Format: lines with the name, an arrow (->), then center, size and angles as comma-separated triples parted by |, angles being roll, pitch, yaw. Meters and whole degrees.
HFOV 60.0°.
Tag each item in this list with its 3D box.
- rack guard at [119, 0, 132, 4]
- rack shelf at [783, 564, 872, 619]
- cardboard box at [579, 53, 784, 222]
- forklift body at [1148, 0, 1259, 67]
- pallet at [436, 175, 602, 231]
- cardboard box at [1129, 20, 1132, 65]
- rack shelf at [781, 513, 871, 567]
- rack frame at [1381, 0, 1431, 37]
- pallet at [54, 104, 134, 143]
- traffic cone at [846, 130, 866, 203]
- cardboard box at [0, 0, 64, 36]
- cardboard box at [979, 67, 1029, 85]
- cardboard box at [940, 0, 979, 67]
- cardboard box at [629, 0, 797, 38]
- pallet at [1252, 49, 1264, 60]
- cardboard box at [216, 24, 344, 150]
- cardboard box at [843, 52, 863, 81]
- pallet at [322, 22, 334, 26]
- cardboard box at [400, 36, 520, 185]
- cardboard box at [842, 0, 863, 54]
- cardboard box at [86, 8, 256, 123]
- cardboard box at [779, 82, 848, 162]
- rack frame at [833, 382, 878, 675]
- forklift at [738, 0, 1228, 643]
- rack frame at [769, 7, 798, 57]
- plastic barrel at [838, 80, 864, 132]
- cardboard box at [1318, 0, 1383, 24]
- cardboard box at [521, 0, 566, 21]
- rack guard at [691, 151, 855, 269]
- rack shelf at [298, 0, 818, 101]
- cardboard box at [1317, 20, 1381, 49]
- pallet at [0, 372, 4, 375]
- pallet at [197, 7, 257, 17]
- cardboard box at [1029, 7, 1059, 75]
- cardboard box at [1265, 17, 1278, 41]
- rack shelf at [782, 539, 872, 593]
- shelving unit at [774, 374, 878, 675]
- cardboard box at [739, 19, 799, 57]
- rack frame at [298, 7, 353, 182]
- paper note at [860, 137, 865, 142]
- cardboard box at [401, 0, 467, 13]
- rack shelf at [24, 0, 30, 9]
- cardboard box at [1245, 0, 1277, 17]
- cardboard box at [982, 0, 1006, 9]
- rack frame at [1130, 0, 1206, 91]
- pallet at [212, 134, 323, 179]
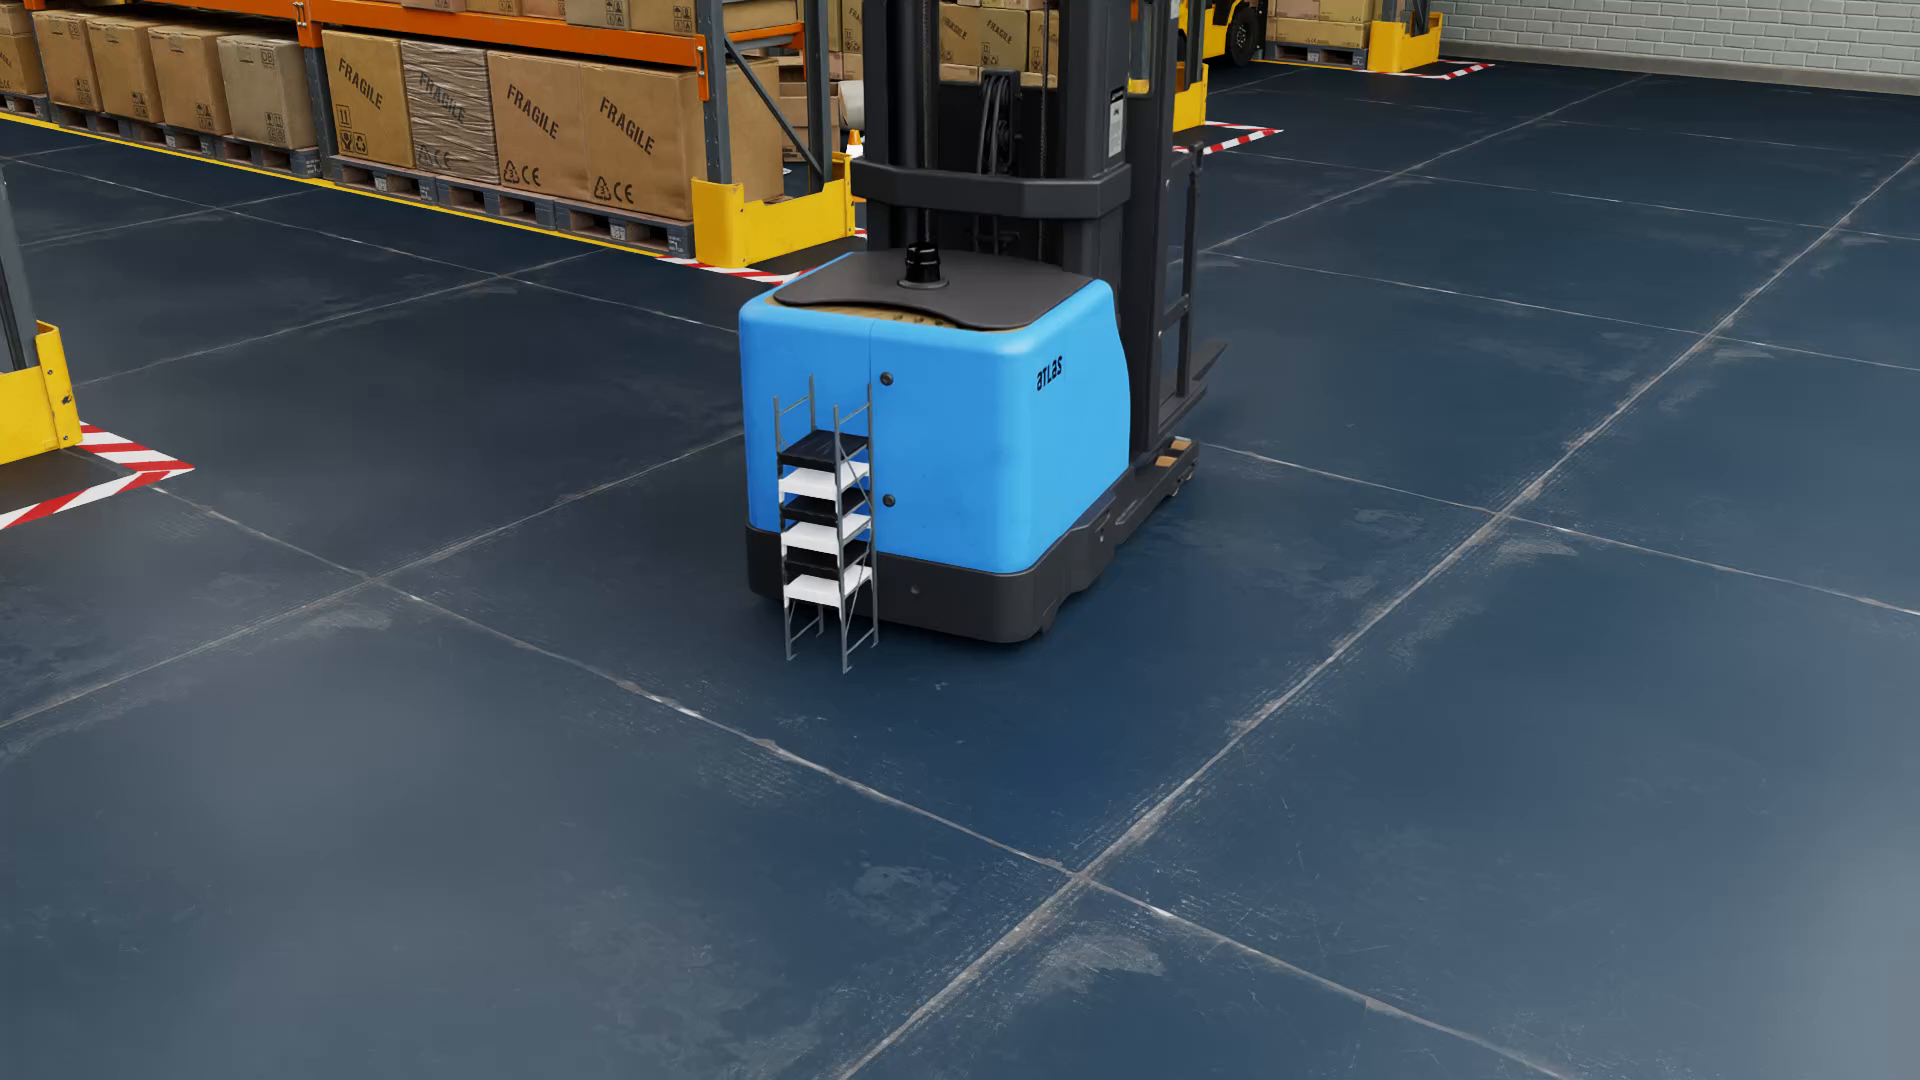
rack guard -> -11.092, -7.567, 22.805 | 0.348, 0.500, 1.175 | 17, 29, 33
rack shelf -> -0.415, 0.150, 5.322 | 0.200, 0.077, 0.258 | 10, 26, 22
cardboard box -> -1.740, -2.577, 10.493 | 0.875, 0.875, 0.875 | 17, 29, 34
forklift body -> 2.092, -5.920, 17.019 | 1.214, 2.155, 2.313 | 17, 29, 33
pallet -> -2.817, -2.402, 11.440 | 1.213, 0.211, 1.003 | 17, 29, 33
cardboard box -> 1.231, -4.403, 14.482 | 0.500, 0.500, 0.500 | 16, 28, 32
rack shelf -> -0.415, -0.015, 5.249 | 0.200, 0.077, 0.258 | 10, 26, 22
rack frame -> 4.704, -6.439, 17.143 | 0.127, 3.000, 1.000 | 17, 29, 33
pallet -> -6.974, -3.658, 14.291 | 1.213, 0.211, 1.003 | 17, 29, 33
traffic cone -> -0.731, -2.640, 11.669 | 0.334, 0.463, 0.336 | 17, 29, 33
cardboard box -> -8.264, -4.621, 14.668 | 0.500, 0.250, 0.500 | 16, 28, 32
cardboard box -> 0.512, -4.007, 14.513 | 0.500, 0.250, 0.500 | 17, 29, 33
cardboard box -> 0.113, -4.472, 14.639 | 0.500, 0.500, 0.500 | 16, 28, 32
cardboard box -> -1.482, -3.358, 9.966 | 0.550, 0.550, 0.875 | 17, 29, 33
pallet -> 3.095, -5.629, 18.764 | 1.213, 0.211, 1.003 | 17, 29, 33
cardboard box -> -4.909, -3.466, 12.665 | 0.750, 0.750, 1.050 | 17, 29, 33
cardboard box -> -0.727, -4.382, 15.365 | 0.500, 0.250, 0.500 | 19, 30, 36
pallet -> -7.210, -6.300, 20.286 | 1.213, 0.211, 1.003 | 17, 29, 33
cardboard box -> -3.174, -3.010, 11.477 | 0.875, 0.875, 0.875 | 17, 29, 34
cardboard box -> -0.725, -4.725, 15.213 | 0.500, 0.500, 0.500 | 18, 30, 35
cardboard box -> -6.424, -3.925, 13.708 | 0.750, 0.750, 1.050 | 17, 29, 34
cardboard box -> -1.194, -3.302, 13.120 | 0.637, 0.503, 0.797 | -1, 24, -3
rack frame -> -0.322, -0.028, 5.197 | 0.006, 0.900, 0.240 | 10, 26, 22
forklift -> 0.334, -1.574, 6.187 | 1.130, 2.935, 3.031 | 10, 26, 22
rack frame -> -1.471, -5.803, 15.701 | 0.127, 3.000, 1.000 | 17, 29, 33
plastic barrel -> -0.831, -3.668, 14.050 | 0.512, 0.421, 0.421 | -5, 24, -12
cardboard box -> 4.127, -5.618, 17.550 | 0.500, 0.250, 0.500 | 16, 29, 33
cardboard box -> -2.308, -3.660, 10.651 | 0.550, 0.550, 0.875 | 17, 29, 33
rack guard -> -1.139, -2.065, 10.317 | 0.348, 0.500, 1.175 | 17, 29, 33
rack shelf -> -2.758, -3.369, 11.069 | 4.000, 0.370, 1.077 | 17, 29, 33
cardboard box -> 4.139, -5.384, 17.639 | 0.500, 0.250, 0.500 | 17, 29, 34
pallet -> -4.903, -0.589, 7.325 | 1.213, 0.211, 1.003 | 17, 29, 33
pallet -> -9.414, -6.966, 21.798 | 1.213, 0.211, 1.003 | 17, 29, 33
cardboard box -> 0.933, -4.223, 14.073 | 0.500, 0.500, 0.500 | 17, 29, 34
cardboard box -> 3.351, -5.631, 18.200 | 0.500, 0.250, 0.500 | 17, 29, 34
rack shelf -> -0.415, 0.068, 5.285 | 0.200, 0.077, 0.258 | 10, 26, 22
shelving unit -> -0.415, -0.045, 5.235 | 0.210, 0.900, 0.258 | 10, 26, 22
cardboard box -> -1.892, -4.919, 16.433 | 0.625, 0.372, 0.950 | 17, 29, 34
rack frame -> -4.359, -4.182, 12.021 | 0.127, 3.000, 1.000 | 17, 29, 33
paper note -> -0.810, -3.312, 13.744 | 0.148, 0.019, 0.142 | -15, 28, -30
cardboard box -> -3.241, -3.871, 11.129 | 0.550, 0.550, 0.875 | 17, 29, 33
rack shelf -> -9.160, -5.304, 15.459 | 4.000, 0.370, 1.077 | 17, 29, 33
cardboard box -> 3.306, -5.861, 18.101 | 0.500, 0.250, 0.500 | 16, 28, 32
cardboard box -> 0.399, -4.649, 14.235 | 0.250, 0.149, 0.380 | 17, 29, 34
rack frame -> 1.730, -4.836, 13.506 | 0.127, 3.000, 1.000 | 17, 29, 33
pallet -> -5.021, -3.068, 12.952 | 1.213, 0.211, 1.003 | 17, 29, 33
